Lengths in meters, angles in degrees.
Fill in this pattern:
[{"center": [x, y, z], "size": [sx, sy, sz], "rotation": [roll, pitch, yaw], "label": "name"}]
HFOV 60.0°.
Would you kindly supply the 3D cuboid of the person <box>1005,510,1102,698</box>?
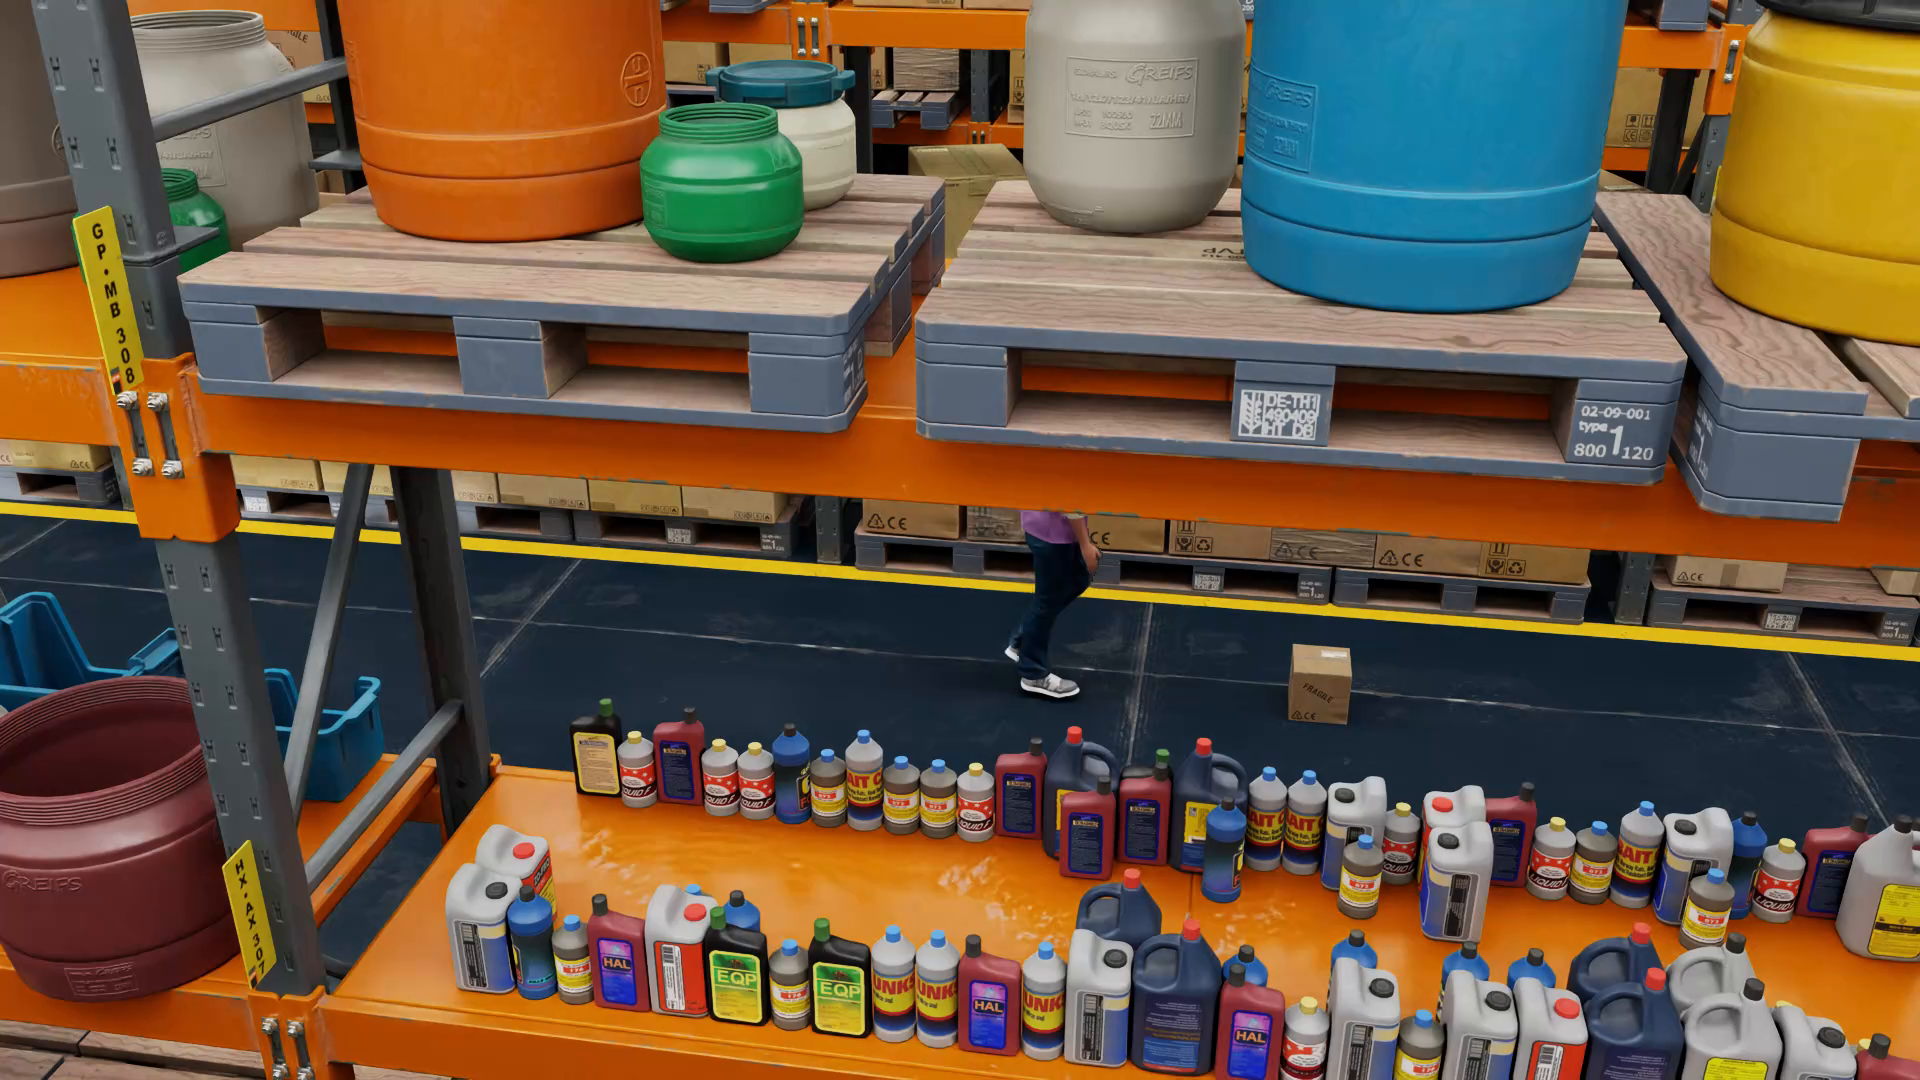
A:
[{"center": [0.405, -0.044, 7.163], "size": [0.408, 1.587, 0.429], "rotation": [1, 25, 3], "label": "person"}]
